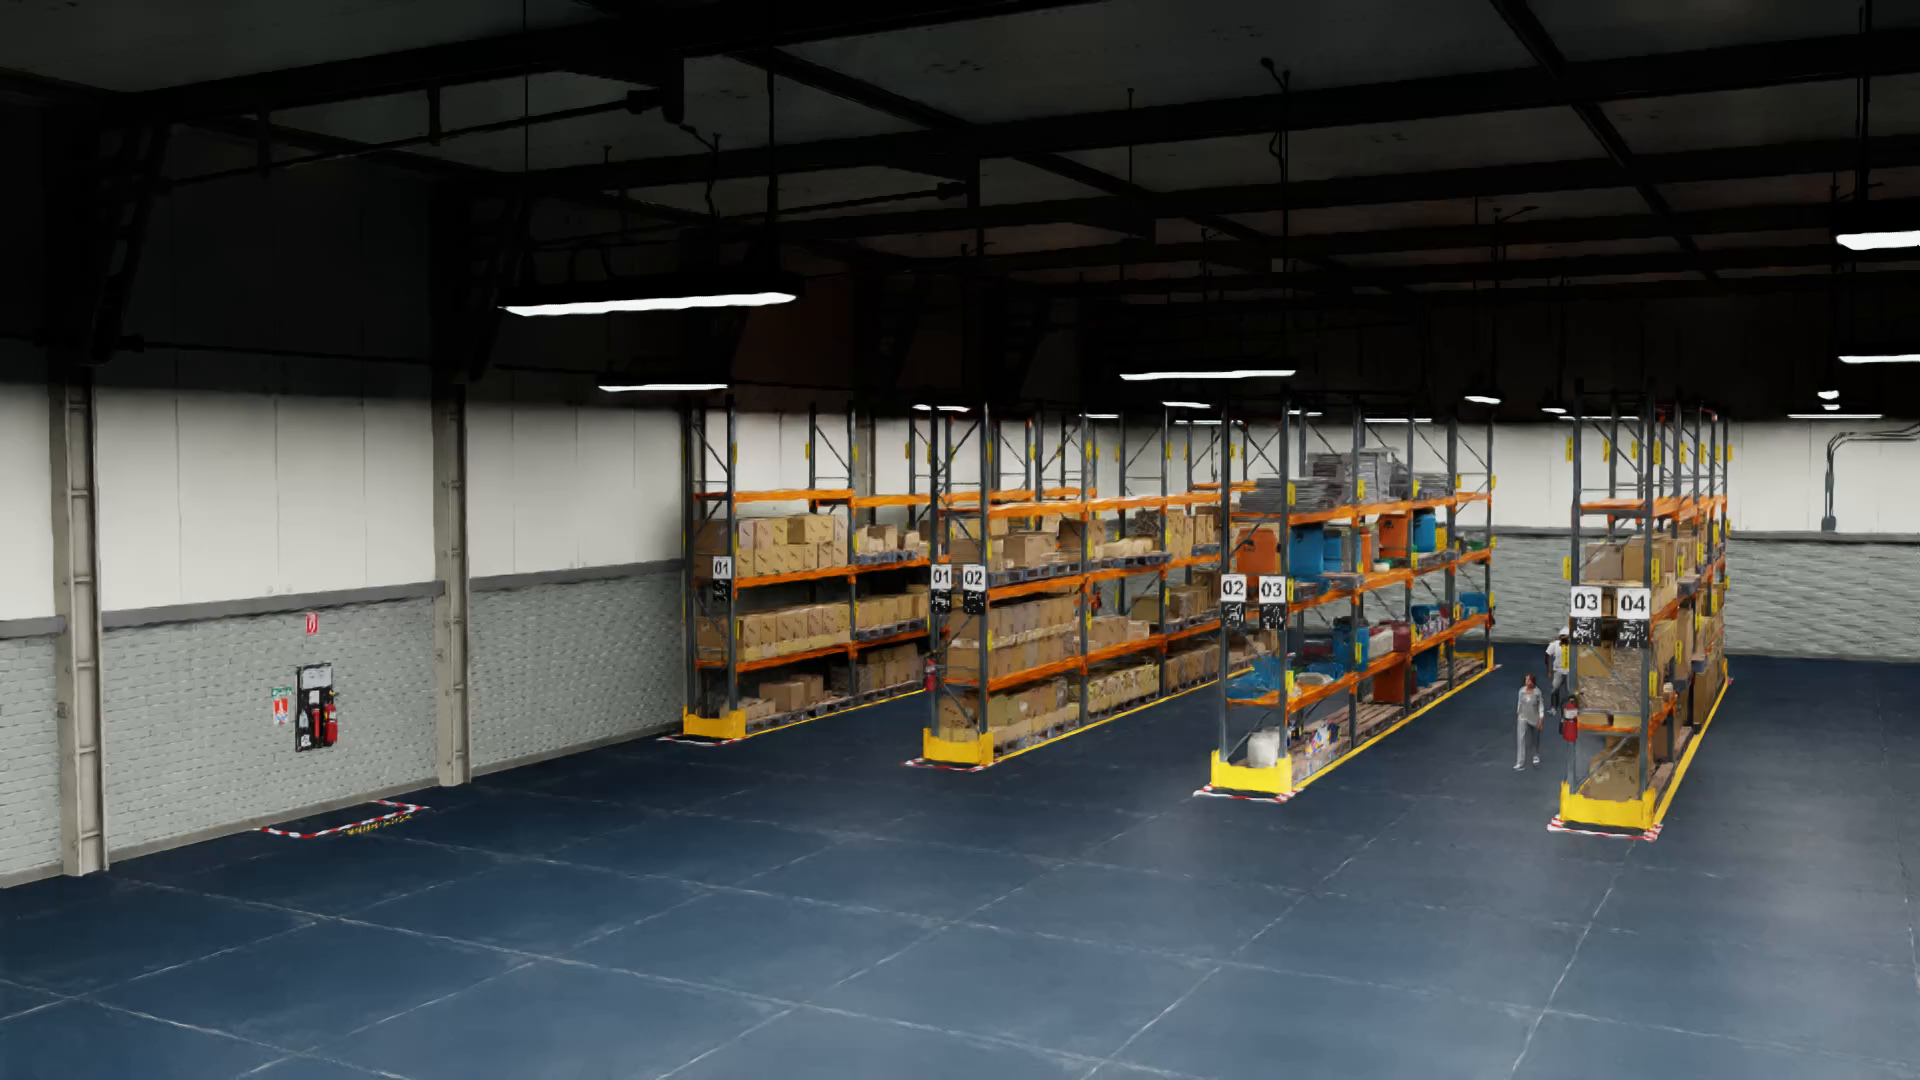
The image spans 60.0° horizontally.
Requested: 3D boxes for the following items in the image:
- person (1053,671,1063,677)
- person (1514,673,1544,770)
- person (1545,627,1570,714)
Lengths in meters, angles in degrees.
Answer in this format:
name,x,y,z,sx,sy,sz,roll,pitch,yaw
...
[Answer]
name,x,y,z,sx,sy,sz,roll,pitch,yaw
person,2.000,2.355,35.016,0.447,1.574,1.088,2,3,30
person,9.017,2.844,26.294,0.404,1.517,1.041,1,3,25
person,11.461,2.494,31.538,0.719,1.713,0.578,1,3,26
